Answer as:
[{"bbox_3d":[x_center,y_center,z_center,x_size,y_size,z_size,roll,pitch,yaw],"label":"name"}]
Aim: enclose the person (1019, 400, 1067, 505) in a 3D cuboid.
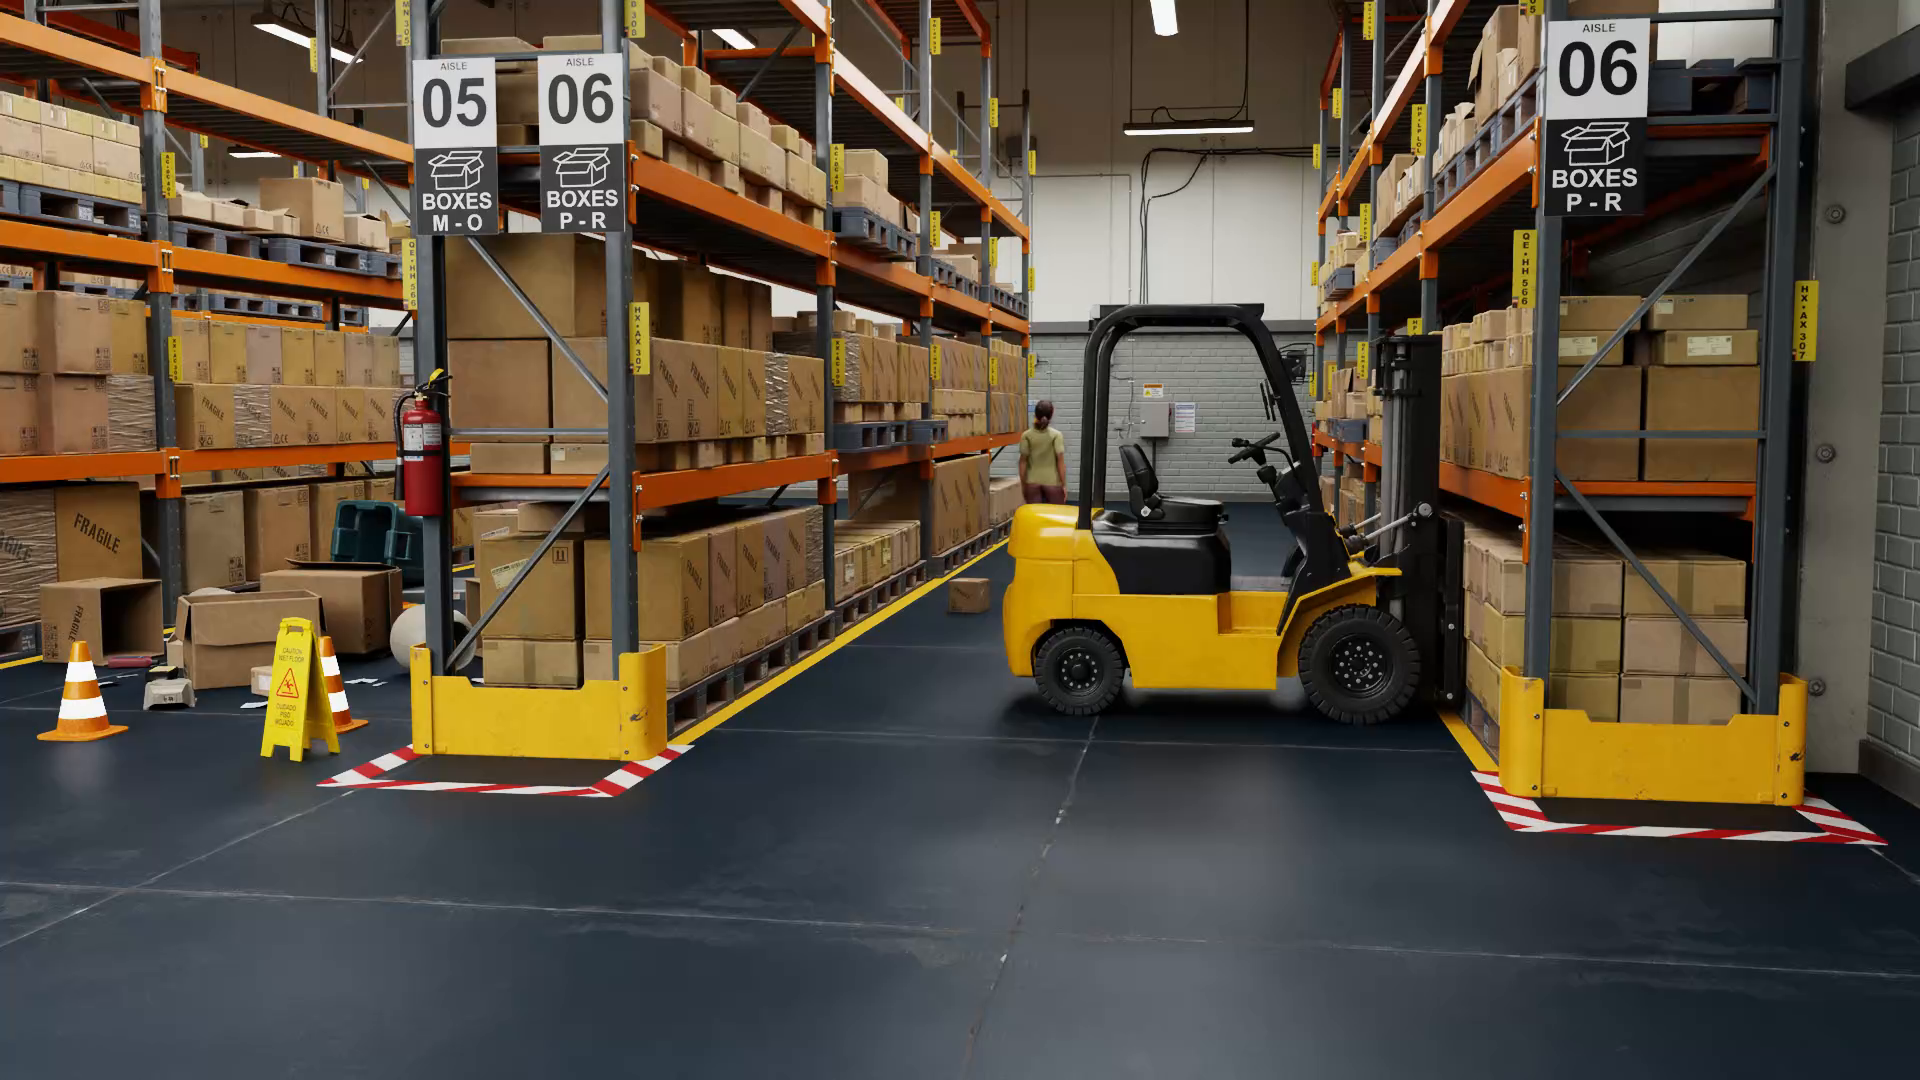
[{"bbox_3d":[0.797,-0.486,15.776,0.468,1.682,0.462,1,5,10],"label":"person"}]
